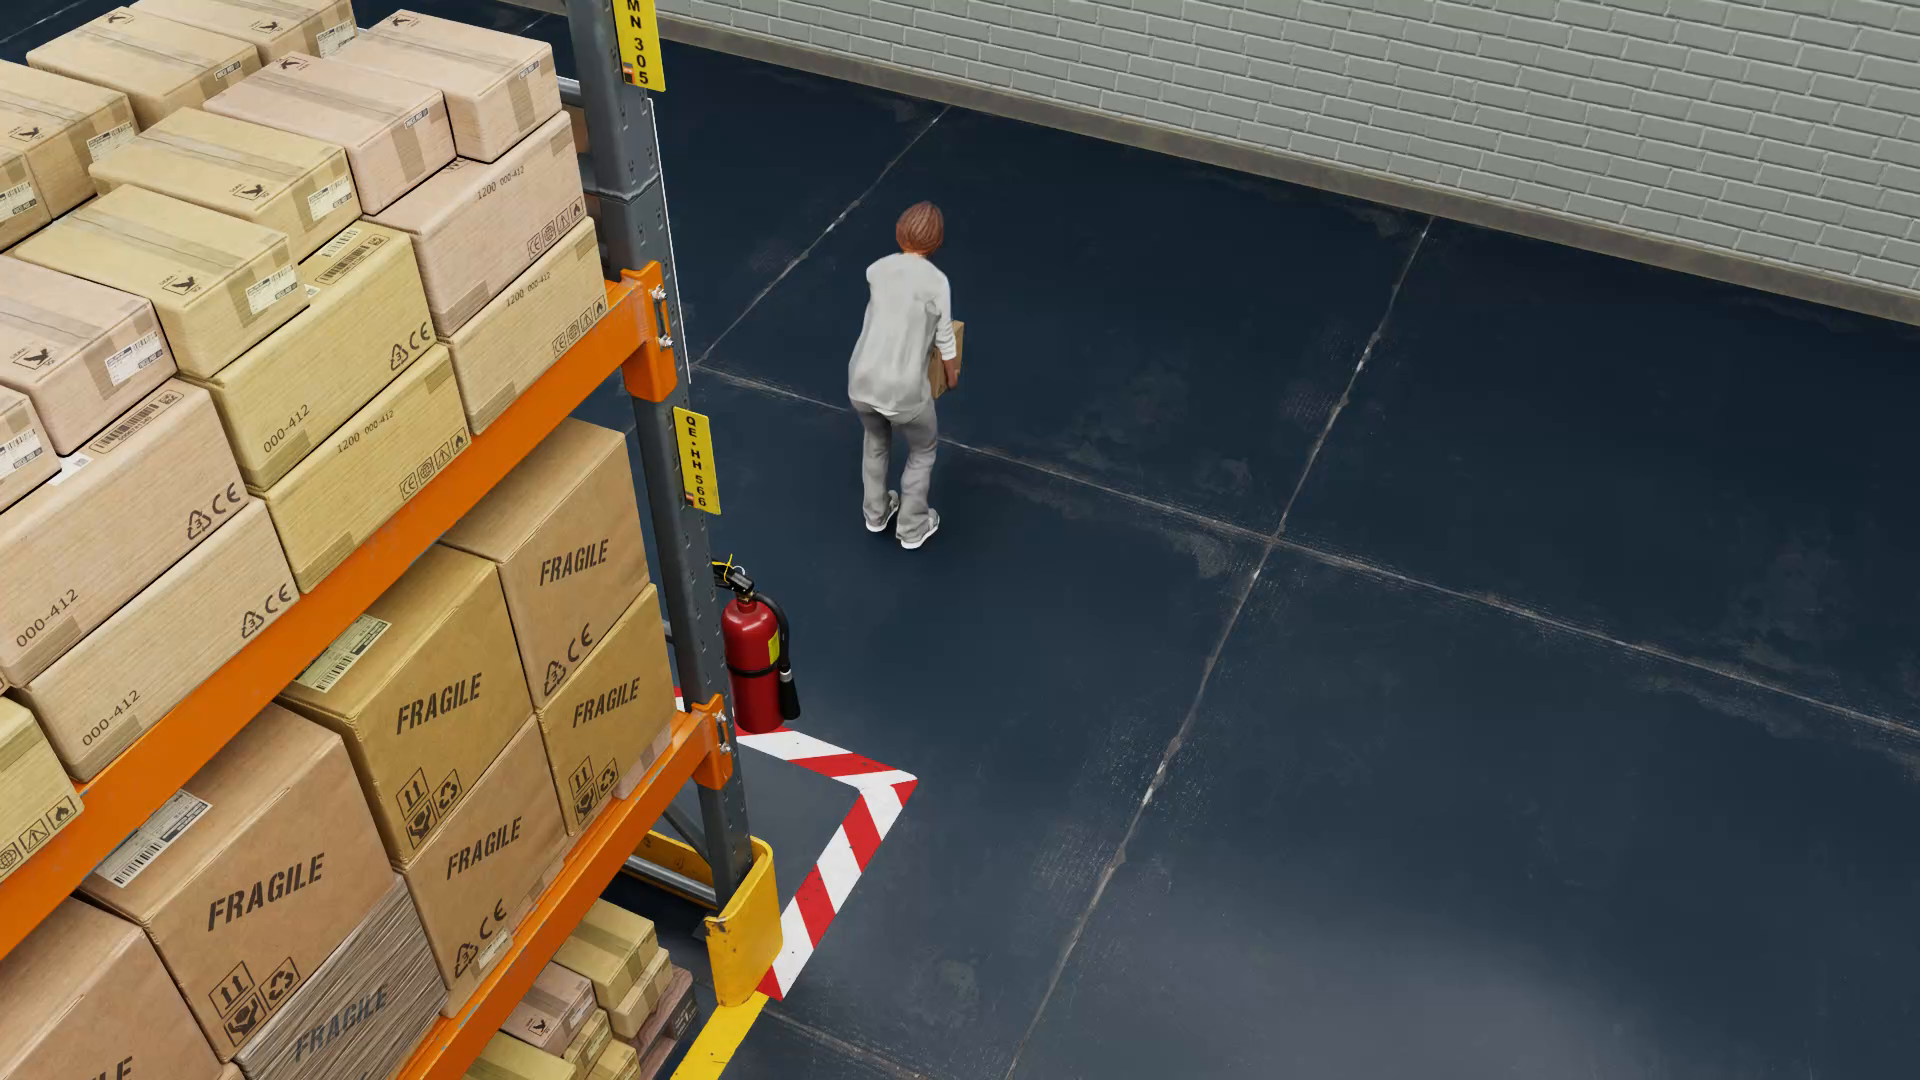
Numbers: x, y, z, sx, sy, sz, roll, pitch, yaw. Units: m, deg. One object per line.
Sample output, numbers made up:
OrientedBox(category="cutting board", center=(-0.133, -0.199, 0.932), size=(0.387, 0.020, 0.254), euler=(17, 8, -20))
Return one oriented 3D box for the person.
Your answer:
OrientedBox(category="person", center=(-0.226, -0.666, 6.989), size=(0.376, 1.473, 0.636), euler=(17, 45, 17))
